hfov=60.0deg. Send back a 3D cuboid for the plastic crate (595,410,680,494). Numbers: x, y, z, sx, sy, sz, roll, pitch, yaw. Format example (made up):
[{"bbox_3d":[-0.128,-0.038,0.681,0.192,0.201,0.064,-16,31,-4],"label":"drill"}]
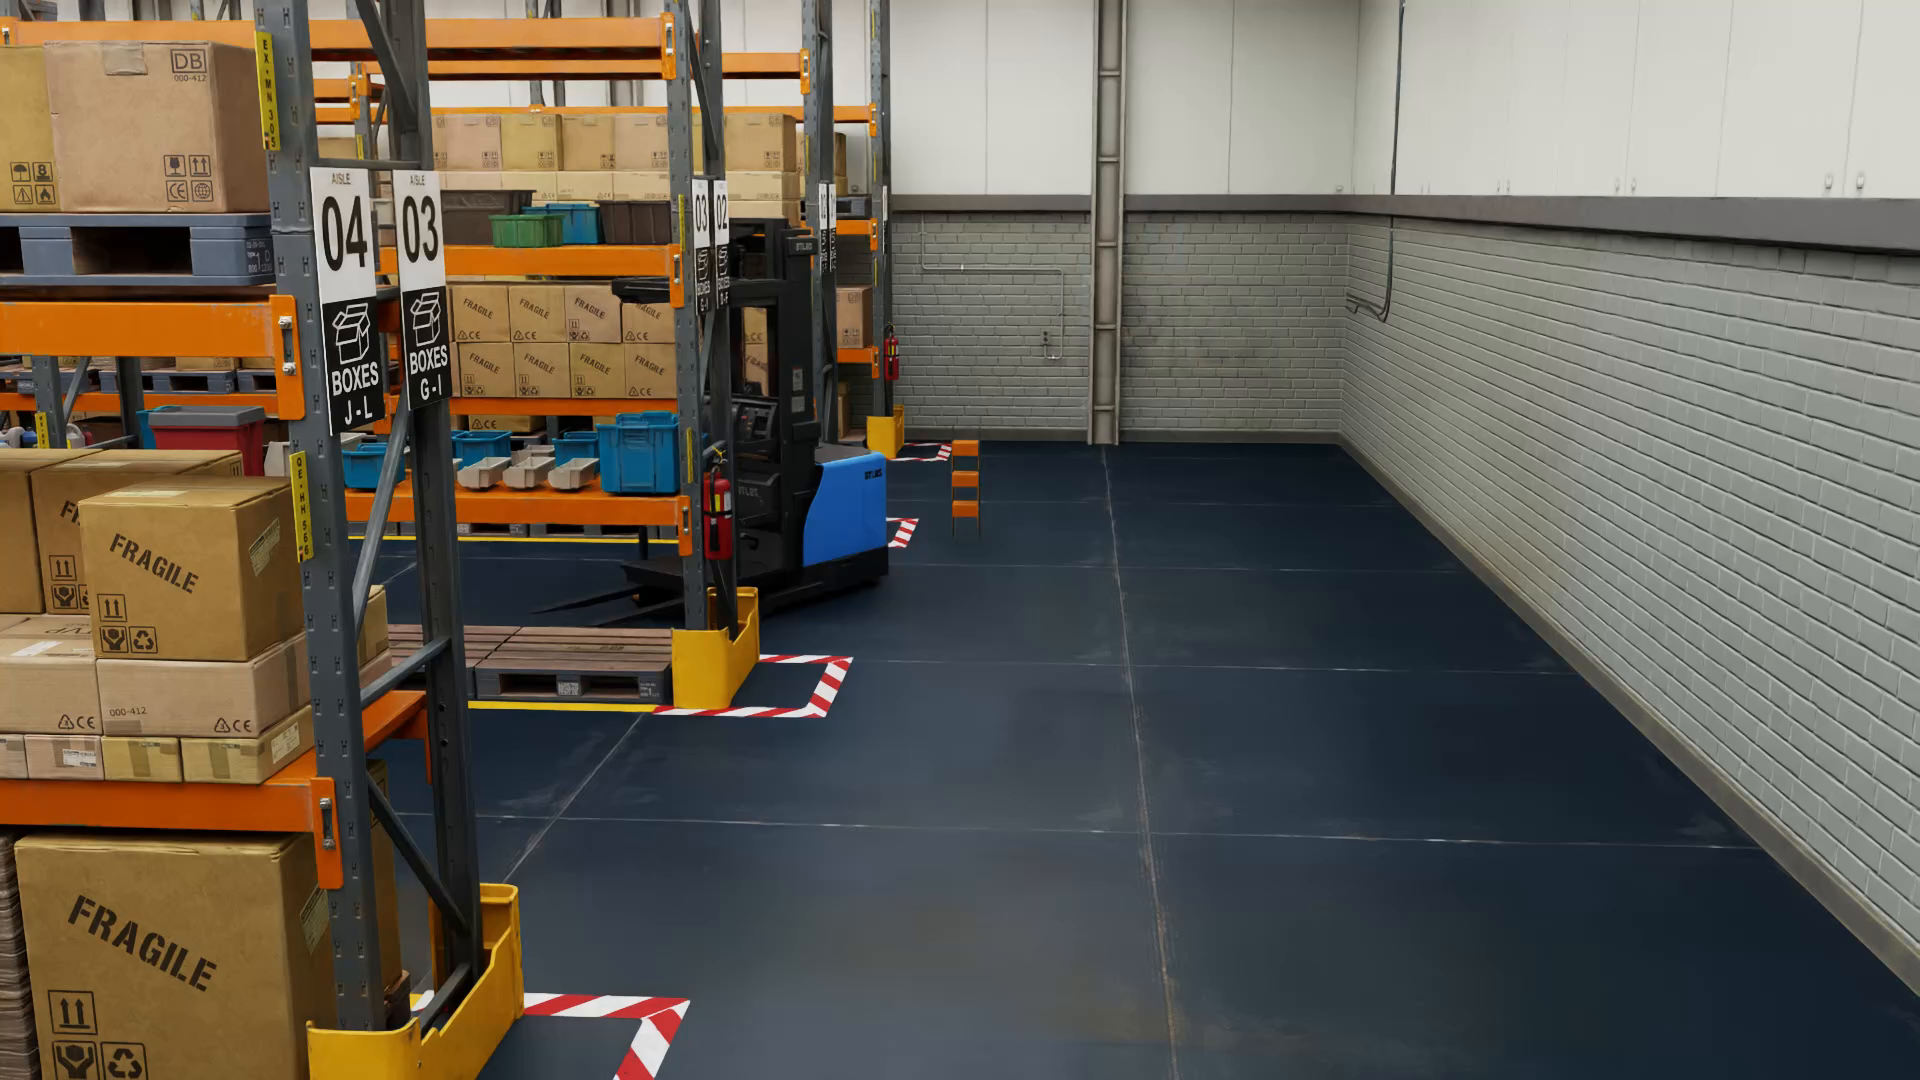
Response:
[{"bbox_3d":[-1.942,-0.553,10.335,0.499,0.435,0.616,1,12,4],"label":"plastic crate"}]

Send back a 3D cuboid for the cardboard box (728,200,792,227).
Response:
[{"bbox_3d":[-1.791,-2.900,14.827,0.500,0.250,0.500,1,12,4],"label":"cardboard box"}]

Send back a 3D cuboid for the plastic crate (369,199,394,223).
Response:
[{"bbox_3d":[-3.786,-2.044,10.657,0.530,0.282,0.437,1,12,4],"label":"plastic crate"}]

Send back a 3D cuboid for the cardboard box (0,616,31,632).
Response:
[{"bbox_3d":[-3.441,0.433,5.492,0.500,0.250,0.500,0,12,2],"label":"cardboard box"}]

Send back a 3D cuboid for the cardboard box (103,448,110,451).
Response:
[{"bbox_3d":[-8.285,-0.582,15.739,0.500,0.500,0.500,0,12,2],"label":"cardboard box"}]

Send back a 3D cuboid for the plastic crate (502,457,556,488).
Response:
[{"bbox_3d":[-2.709,-0.421,10.436,0.243,0.136,0.396,1,12,4],"label":"plastic crate"}]

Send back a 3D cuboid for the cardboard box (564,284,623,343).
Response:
[{"bbox_3d":[-3.257,-2.060,15.086,0.500,0.500,0.500,1,12,6],"label":"cardboard box"}]

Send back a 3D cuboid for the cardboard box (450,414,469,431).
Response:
[{"bbox_3d":[-6.468,-1.766,20.590,0.750,0.750,0.750,1,12,5],"label":"cardboard box"}]

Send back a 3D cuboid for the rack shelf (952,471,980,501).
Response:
[{"bbox_3d":[0.053,-0.503,15.141,0.240,0.259,0.215,1,12,4],"label":"rack shelf"}]

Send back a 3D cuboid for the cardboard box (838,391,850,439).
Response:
[{"bbox_3d":[-1.638,-1.535,20.342,0.500,0.500,0.700,1,12,4],"label":"cardboard box"}]

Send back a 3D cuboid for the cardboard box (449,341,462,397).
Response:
[{"bbox_3d":[-4.761,-1.593,15.295,0.500,0.500,0.500,1,12,5],"label":"cardboard box"}]

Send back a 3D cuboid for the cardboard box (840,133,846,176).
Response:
[{"bbox_3d":[-1.645,-4.640,20.043,0.500,0.500,0.500,0,12,2],"label":"cardboard box"}]

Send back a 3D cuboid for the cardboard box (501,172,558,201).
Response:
[{"bbox_3d":[-3.786,-3.173,14.912,0.500,0.250,0.500,1,12,4],"label":"cardboard box"}]

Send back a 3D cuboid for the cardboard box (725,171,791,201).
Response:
[{"bbox_3d":[-1.790,-3.146,14.784,0.500,0.250,0.500,1,12,4],"label":"cardboard box"}]

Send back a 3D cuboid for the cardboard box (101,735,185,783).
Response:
[{"bbox_3d":[-2.563,0.654,5.411,0.250,0.149,0.380,1,12,4],"label":"cardboard box"}]

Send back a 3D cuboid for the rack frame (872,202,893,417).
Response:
[{"bbox_3d":[-0.933,-2.564,20.181,0.127,3.000,1.000,1,12,4],"label":"rack frame"}]

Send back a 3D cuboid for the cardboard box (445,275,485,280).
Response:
[{"bbox_3d":[-5.917,-3.153,20.146,0.500,0.250,0.500,1,12,5],"label":"cardboard box"}]

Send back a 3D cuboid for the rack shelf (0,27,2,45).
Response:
[{"bbox_3d":[-7.582,-3.011,10.398,4.000,0.370,1.077,1,12,4],"label":"rack shelf"}]

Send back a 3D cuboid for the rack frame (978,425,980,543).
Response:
[{"bbox_3d":[0.175,-0.511,15.131,0.008,1.050,0.200,1,12,4],"label":"rack frame"}]

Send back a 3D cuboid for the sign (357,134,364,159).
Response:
[{"bbox_3d":[-5.285,-3.407,14.662,0.005,0.325,0.100,1,12,4],"label":"sign"}]

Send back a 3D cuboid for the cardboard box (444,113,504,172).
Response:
[{"bbox_3d":[-4.274,-3.578,15.019,0.500,0.500,0.700,1,12,4],"label":"cardboard box"}]

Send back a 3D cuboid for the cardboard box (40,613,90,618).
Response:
[{"bbox_3d":[-2.906,0.332,5.976,0.500,0.250,0.500,1,12,3],"label":"cardboard box"}]

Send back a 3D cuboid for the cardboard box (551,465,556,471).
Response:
[{"bbox_3d":[-3.916,-0.546,16.025,0.500,0.311,0.500,1,12,4],"label":"cardboard box"}]

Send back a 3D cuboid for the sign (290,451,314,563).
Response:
[{"bbox_3d":[-1.976,-0.100,4.996,0.005,0.325,0.100,1,12,4],"label":"sign"}]

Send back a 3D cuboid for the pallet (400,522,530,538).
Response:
[{"bbox_3d":[-4.566,-0.232,15.844,1.213,0.211,1.003,1,12,4],"label":"pallet"}]

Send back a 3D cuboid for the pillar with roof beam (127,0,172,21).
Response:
[{"bbox_3d":[-10.442,-4.925,16.815,0.400,9.000,9.100,1,12,4],"label":"pillar with roof beam"}]

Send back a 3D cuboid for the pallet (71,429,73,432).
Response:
[{"bbox_3d":[-10.909,-1.337,21.124,1.213,0.211,1.003,1,12,4],"label":"pallet"}]

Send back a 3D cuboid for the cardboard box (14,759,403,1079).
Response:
[{"bbox_3d":[-2.570,1.314,5.806,0.875,0.875,0.875,1,12,4],"label":"cardboard box"}]

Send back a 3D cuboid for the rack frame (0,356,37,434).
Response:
[{"bbox_3d":[-9.242,-1.661,15.866,0.127,3.000,1.000,1,12,4],"label":"rack frame"}]

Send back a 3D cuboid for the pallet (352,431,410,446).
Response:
[{"bbox_3d":[-6.920,-1.265,20.782,1.213,0.211,1.003,1,12,4],"label":"pallet"}]

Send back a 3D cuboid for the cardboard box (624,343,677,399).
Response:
[{"bbox_3d":[-2.741,-1.566,15.164,0.500,0.500,0.500,1,12,4],"label":"cardboard box"}]

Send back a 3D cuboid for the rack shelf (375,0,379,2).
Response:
[{"bbox_3d":[-3.922,-1.944,5.299,4.000,0.370,1.077,1,12,4],"label":"rack shelf"}]

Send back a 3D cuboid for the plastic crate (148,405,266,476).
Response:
[{"bbox_3d":[-4.712,-0.592,10.451,0.583,0.464,0.402,1,12,4],"label":"plastic crate"}]

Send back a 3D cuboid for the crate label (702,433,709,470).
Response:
[{"bbox_3d":[-1.819,-0.558,10.854,0.303,0.233,0.416,1,12,4],"label":"crate label"}]

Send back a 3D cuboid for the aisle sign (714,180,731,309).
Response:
[{"bbox_3d":[-1.503,-1.872,10.524,0.004,0.787,0.394,1,12,4],"label":"aisle sign"}]

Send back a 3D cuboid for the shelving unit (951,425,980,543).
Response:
[{"bbox_3d":[0.053,-0.513,15.139,0.252,1.050,0.215,1,12,4],"label":"shelving unit"}]

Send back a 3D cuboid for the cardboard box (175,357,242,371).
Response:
[{"bbox_3d":[-7.018,-1.873,15.606,0.500,0.500,0.700,-2,12,-11],"label":"cardboard box"}]

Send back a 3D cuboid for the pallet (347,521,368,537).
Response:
[{"bbox_3d":[-6.066,-0.245,15.906,1.213,0.211,1.003,1,12,4],"label":"pallet"}]

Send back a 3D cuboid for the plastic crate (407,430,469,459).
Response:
[{"bbox_3d":[-3.433,-0.580,10.960,0.300,0.233,0.416,1,12,4],"label":"plastic crate"}]

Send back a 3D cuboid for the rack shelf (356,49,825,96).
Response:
[{"bbox_3d":[-3.256,-4.162,14.933,4.000,0.370,1.077,1,12,4],"label":"rack shelf"}]

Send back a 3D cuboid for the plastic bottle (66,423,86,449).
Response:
[{"bbox_3d":[-5.956,-0.642,11.114,0.185,0.351,0.144,1,12,4],"label":"plastic bottle"}]

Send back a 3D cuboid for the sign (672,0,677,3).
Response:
[{"bbox_3d":[-1.616,-3.206,9.386,0.005,0.325,0.100,1,12,4],"label":"sign"}]

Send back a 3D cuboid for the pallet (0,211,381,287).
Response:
[{"bbox_3d":[-2.667,-0.961,5.408,1.213,0.211,1.003,1,12,4],"label":"pallet"}]

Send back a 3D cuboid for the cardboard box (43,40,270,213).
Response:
[{"bbox_3d":[-2.448,-1.296,5.279,0.500,0.500,0.700,0,12,0],"label":"cardboard box"}]

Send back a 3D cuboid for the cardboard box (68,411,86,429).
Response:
[{"bbox_3d":[-11.145,-1.701,21.087,0.500,0.500,0.700,1,12,4],"label":"cardboard box"}]

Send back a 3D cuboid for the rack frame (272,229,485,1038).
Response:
[{"bbox_3d":[-1.926,0.472,5.668,0.127,3.000,1.000,1,12,4],"label":"rack frame"}]

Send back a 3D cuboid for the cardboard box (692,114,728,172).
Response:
[{"bbox_3d":[-2.267,-3.586,15.056,0.500,0.500,0.700,1,12,4],"label":"cardboard box"}]

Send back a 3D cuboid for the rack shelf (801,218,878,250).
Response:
[{"bbox_3d":[-2.929,-3.707,20.078,4.000,0.370,1.077,1,12,4],"label":"rack shelf"}]

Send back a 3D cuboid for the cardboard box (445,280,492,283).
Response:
[{"bbox_3d":[-4.730,-2.191,15.711,0.500,0.500,0.500,1,12,4],"label":"cardboard box"}]

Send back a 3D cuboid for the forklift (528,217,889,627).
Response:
[{"bbox_3d":[-1.874,-0.915,12.465,1.130,2.935,3.031,9,15,36],"label":"forklift"}]

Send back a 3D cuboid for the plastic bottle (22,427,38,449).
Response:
[{"bbox_3d":[-6.270,-0.625,11.225,0.097,0.271,0.097,0,12,0],"label":"plastic bottle"}]

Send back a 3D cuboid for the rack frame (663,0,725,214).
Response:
[{"bbox_3d":[-1.595,-3.476,9.891,0.127,3.000,1.000,1,12,4],"label":"rack frame"}]

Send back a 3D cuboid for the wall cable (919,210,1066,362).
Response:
[{"bbox_3d":[0.408,-3.237,20.917,1.851,1.984,0.084,1,12,4],"label":"wall cable"}]
